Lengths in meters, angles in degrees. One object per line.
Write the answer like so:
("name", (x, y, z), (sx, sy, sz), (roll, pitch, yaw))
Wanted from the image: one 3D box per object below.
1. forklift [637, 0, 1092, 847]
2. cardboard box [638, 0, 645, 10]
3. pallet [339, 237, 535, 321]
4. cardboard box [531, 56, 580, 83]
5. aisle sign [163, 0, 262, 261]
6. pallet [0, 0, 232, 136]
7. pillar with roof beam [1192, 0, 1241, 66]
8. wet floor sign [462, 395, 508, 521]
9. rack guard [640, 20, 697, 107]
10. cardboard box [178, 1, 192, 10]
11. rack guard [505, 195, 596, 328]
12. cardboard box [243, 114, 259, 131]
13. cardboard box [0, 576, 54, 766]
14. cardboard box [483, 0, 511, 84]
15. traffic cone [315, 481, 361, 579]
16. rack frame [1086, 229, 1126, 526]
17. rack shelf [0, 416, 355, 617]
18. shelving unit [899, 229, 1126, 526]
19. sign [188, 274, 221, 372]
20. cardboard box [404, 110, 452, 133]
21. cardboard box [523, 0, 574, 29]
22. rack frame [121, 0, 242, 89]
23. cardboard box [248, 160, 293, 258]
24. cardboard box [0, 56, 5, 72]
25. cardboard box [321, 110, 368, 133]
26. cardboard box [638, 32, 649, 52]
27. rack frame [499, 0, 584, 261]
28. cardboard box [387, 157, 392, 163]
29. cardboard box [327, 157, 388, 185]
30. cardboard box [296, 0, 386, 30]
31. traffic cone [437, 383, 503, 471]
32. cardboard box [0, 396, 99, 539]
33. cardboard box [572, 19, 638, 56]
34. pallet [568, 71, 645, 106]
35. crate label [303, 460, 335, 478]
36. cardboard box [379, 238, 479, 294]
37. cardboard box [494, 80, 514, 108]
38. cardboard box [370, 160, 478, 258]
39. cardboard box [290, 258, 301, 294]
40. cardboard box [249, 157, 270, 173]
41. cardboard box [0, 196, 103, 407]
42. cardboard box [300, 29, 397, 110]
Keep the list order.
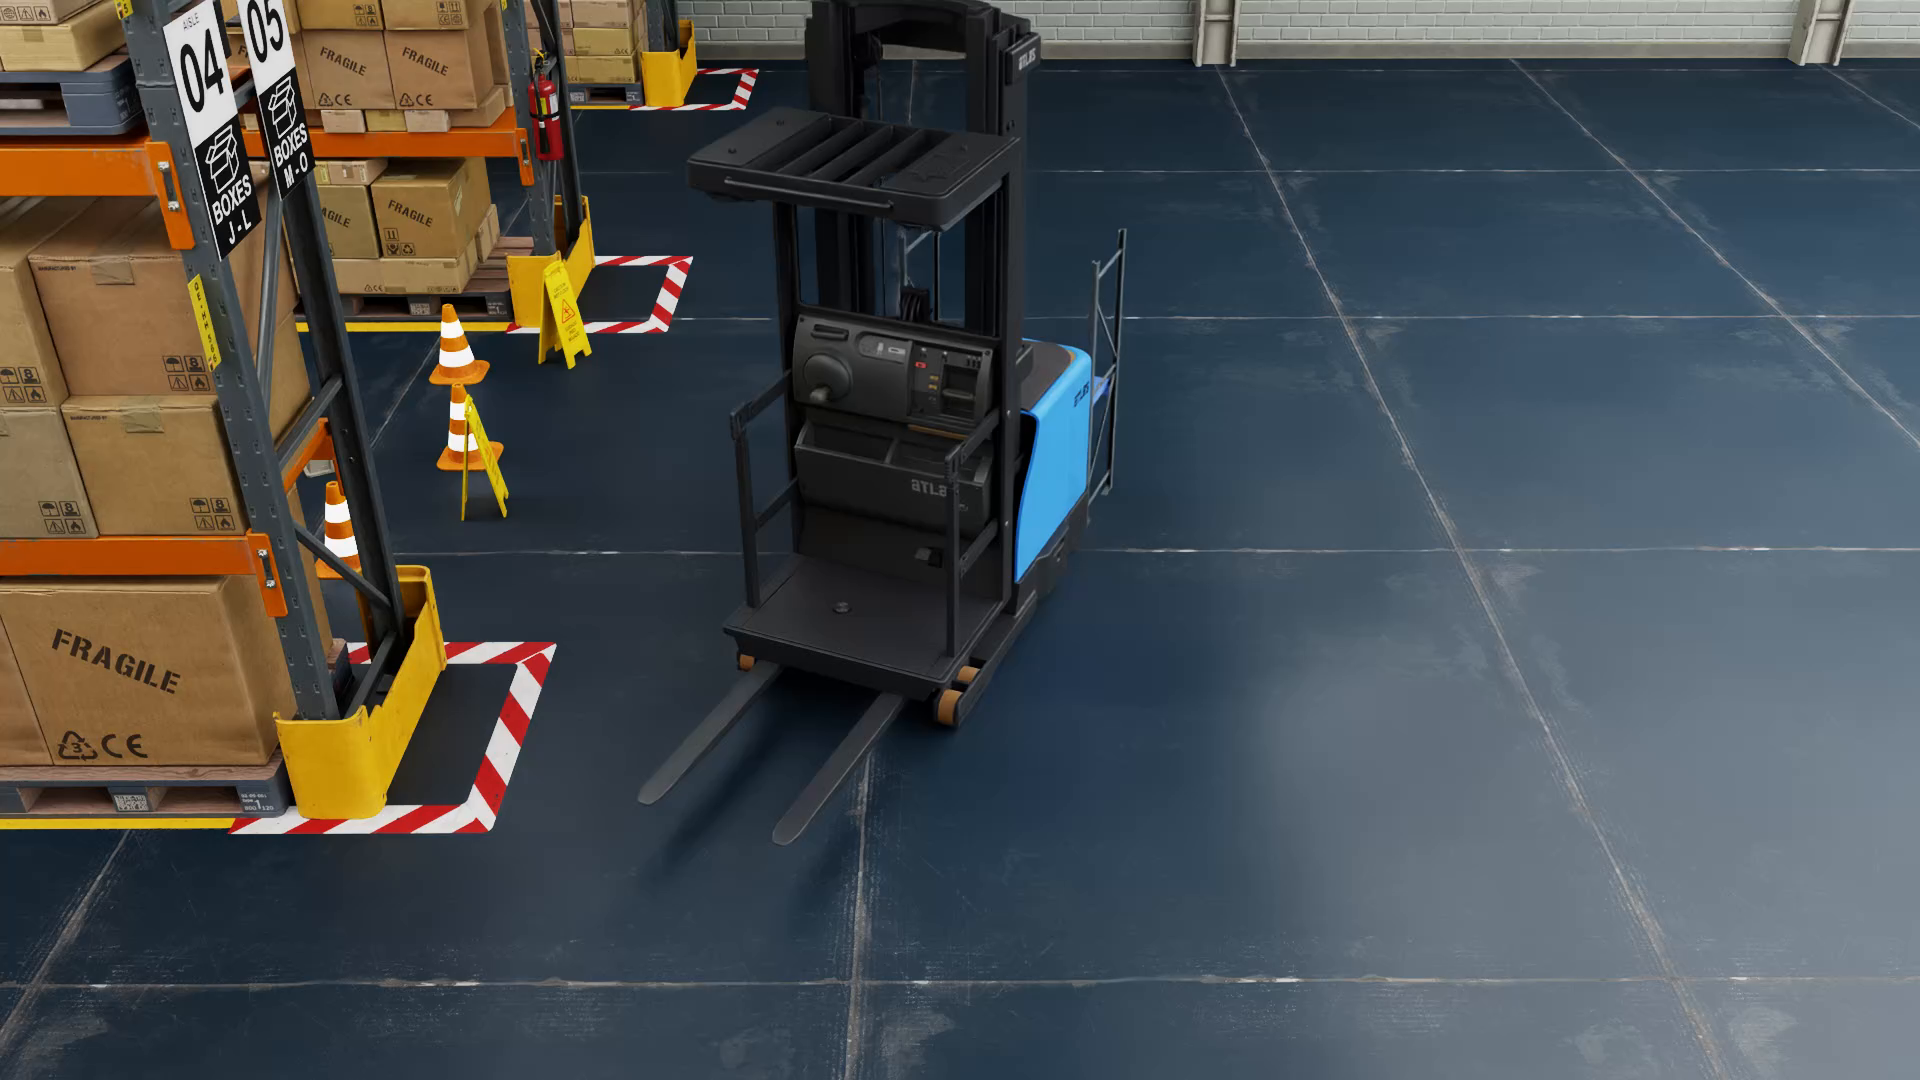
("forklift", (-0.381, -0.677, 7.040), (1.130, 2.935, 3.031), (13, 33, 20))
("cardboard box", (-3.245, -5.105, 15.554), (0.500, 0.250, 0.500), (-1, 31, -1))
("pallet", (-3.618, -1.825, 11.555), (1.213, 0.211, 1.003), (0, 31, 0))
("cardboard box", (-3.729, -4.419, 15.387), (0.500, 0.250, 0.500), (0, 31, 0))
("aisle sign", (-2.526, -1.391, 5.644), (0.004, 0.787, 0.394), (0, 31, 0))
("pallet", (-3.341, -1.671, 5.807), (1.213, 0.211, 1.003), (0, 31, 0))
("pillar with roof beam", (2.561, -6.393, 10.611), (0.400, 9.000, 9.100), (0, 31, 0))
("wet floor sign", (-2.582, -0.455, 8.878), (0.232, 0.644, 0.267), (-5, 32, -9))
("rack guard", (-2.739, -4.508, 15.698), (0.348, 0.500, 1.175), (0, 31, 0))
("cardboard box", (-2.944, -1.997, 5.999), (0.250, 0.149, 0.380), (0, 31, 0))
("rack guard", (-2.806, -1.933, 11.454), (0.348, 0.500, 1.175), (0, 31, 0))
("cardboard box", (-4.381, -2.742, 10.620), (0.250, 0.149, 0.380), (0, 31, -1))
("cardboard box", (-4.156, 0.334, 6.951), (0.875, 0.875, 0.875), (-1, 31, -1))
("cardboard box", (-3.205, -3.314, 10.938), (0.500, 0.500, 0.500), (-1, 31, -1))
("traffic cone", (-3.139, -0.085, 8.444), (0.334, 0.463, 0.336), (0, 31, 0))
("rack frame", (0.742, -0.823, 8.660), (0.032, 1.500, 0.500), (11, 33, 18))
("rack shelf", (-4.599, -0.121, 6.751), (4.000, 0.370, 1.077), (0, 31, 0))
("shelving unit", (0.269, -0.918, 8.818), (1.048, 1.500, 0.538), (11, 33, 18))
("sign", (-2.610, -0.749, 5.749), (0.005, 0.325, 0.100), (0, 31, 0))
("cardboard box", (-3.355, -2.724, 10.590), (0.250, 0.149, 0.380), (-1, 31, -1))
("cardboard box", (-3.733, -4.840, 15.118), (0.500, 0.250, 0.500), (0, 31, 1))
("rack frame", (-2.599, -3.000, 5.019), (0.127, 3.000, 1.000), (0, 31, 0))
("cardboard box", (-4.556, -2.187, 10.987), (0.500, 0.500, 0.500), (-1, 31, -1))
("cardboard box", (-3.181, -1.655, 5.435), (0.250, 0.149, 0.380), (0, 31, 0))
("cardboard box", (-3.869, -2.718, 10.580), (0.250, 0.149, 0.380), (0, 31, 1))
("cardboard box", (-3.256, -4.681, 15.819), (0.500, 0.250, 0.500), (0, 31, 0))
("rack frame", (-2.730, -3.002, 10.806), (0.127, 3.000, 1.000), (0, 31, 0))
("cardboard box", (-4.085, -2.463, 11.441), (0.500, 0.500, 0.500), (-1, 31, -2))
("cardboard box", (-3.896, -2.430, 10.761), (0.250, 0.149, 0.380), (1, 31, 1))
("cardboard box", (-3.745, -3.487, 10.258), (0.500, 0.500, 0.700), (0, 31, 0))
("traffic cone", (-2.805, -0.672, 9.412), (0.334, 0.463, 0.336), (0, 31, 0))
("cardboard box", (-3.520, -0.461, 6.474), (0.550, 0.550, 0.875), (0, 31, 0))
("cardboard box", (-3.248, -4.631, 15.255), (0.500, 0.250, 0.500), (-1, 31, -1))
("pallet", (-3.528, -4.360, 15.733), (1.213, 0.211, 1.003), (0, 31, 0))
("crate label", (-3.591, -0.498, 9.439), (0.298, 0.136, 0.250), (-17, 35, -26))
("cardboard box", (-3.561, -1.864, 11.176), (0.500, 0.250, 0.500), (0, 31, -1))
("cardboard box", (-3.071, -3.001, 11.046), (0.250, 0.149, 0.380), (0, 31, 0))
("cardboard box", (-3.529, -2.189, 10.989), (0.500, 0.500, 0.500), (0, 31, 0))
("cardboard box", (-4.578, -1.862, 11.173), (0.500, 0.250, 0.500), (-1, 31, -2))
("cardboard box", (-4.411, -2.431, 10.763), (0.250, 0.149, 0.380), (1, 31, 2))
("cardboard box", (-3.520, -0.930, 6.205), (0.550, 0.550, 0.875), (0, 31, 0))
("cardboard box", (-3.772, -3.028, 10.466), (0.500, 0.500, 0.500), (0, 31, 0))
